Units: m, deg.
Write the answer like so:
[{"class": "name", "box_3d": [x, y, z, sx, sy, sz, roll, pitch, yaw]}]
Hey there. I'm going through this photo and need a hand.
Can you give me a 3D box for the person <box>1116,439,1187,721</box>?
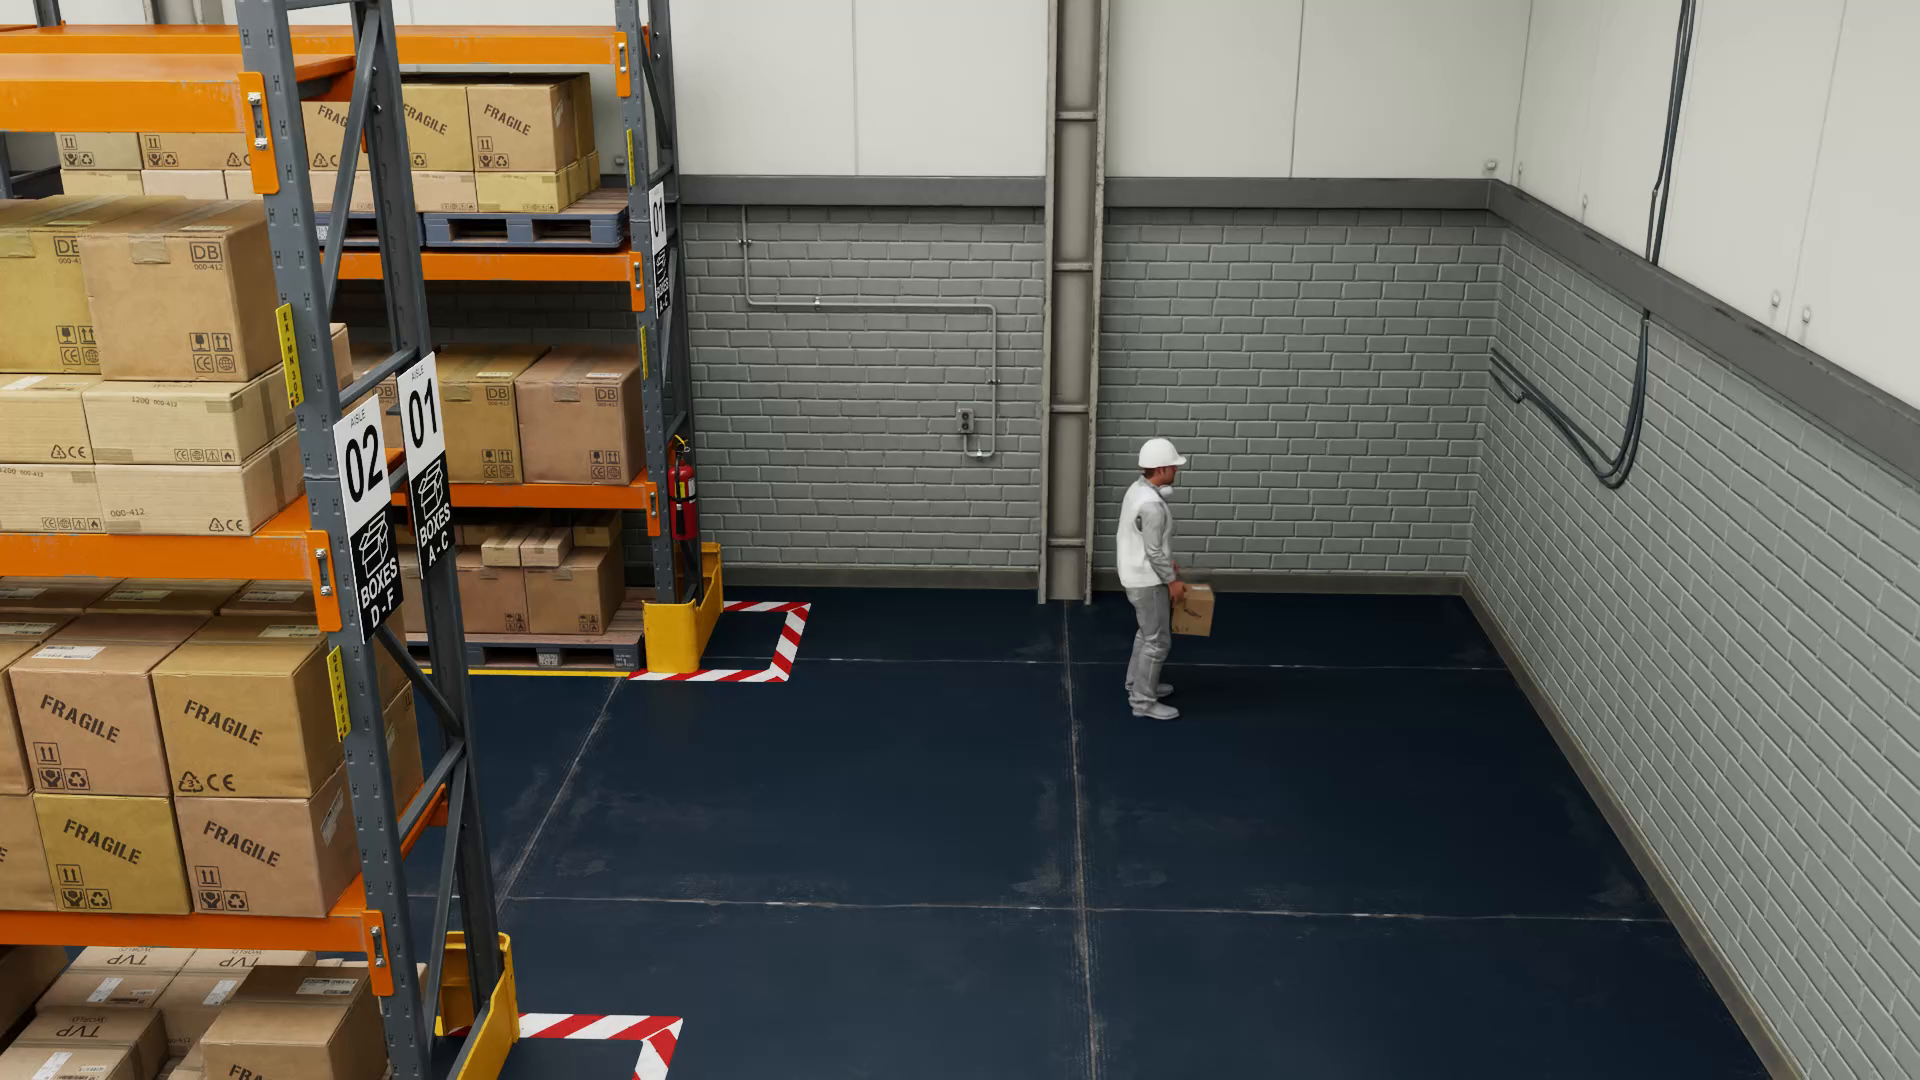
[{"class": "person", "box_3d": [1.193, 0.222, 10.442, 0.435, 1.778, 0.553, 0, 21, 1]}]
